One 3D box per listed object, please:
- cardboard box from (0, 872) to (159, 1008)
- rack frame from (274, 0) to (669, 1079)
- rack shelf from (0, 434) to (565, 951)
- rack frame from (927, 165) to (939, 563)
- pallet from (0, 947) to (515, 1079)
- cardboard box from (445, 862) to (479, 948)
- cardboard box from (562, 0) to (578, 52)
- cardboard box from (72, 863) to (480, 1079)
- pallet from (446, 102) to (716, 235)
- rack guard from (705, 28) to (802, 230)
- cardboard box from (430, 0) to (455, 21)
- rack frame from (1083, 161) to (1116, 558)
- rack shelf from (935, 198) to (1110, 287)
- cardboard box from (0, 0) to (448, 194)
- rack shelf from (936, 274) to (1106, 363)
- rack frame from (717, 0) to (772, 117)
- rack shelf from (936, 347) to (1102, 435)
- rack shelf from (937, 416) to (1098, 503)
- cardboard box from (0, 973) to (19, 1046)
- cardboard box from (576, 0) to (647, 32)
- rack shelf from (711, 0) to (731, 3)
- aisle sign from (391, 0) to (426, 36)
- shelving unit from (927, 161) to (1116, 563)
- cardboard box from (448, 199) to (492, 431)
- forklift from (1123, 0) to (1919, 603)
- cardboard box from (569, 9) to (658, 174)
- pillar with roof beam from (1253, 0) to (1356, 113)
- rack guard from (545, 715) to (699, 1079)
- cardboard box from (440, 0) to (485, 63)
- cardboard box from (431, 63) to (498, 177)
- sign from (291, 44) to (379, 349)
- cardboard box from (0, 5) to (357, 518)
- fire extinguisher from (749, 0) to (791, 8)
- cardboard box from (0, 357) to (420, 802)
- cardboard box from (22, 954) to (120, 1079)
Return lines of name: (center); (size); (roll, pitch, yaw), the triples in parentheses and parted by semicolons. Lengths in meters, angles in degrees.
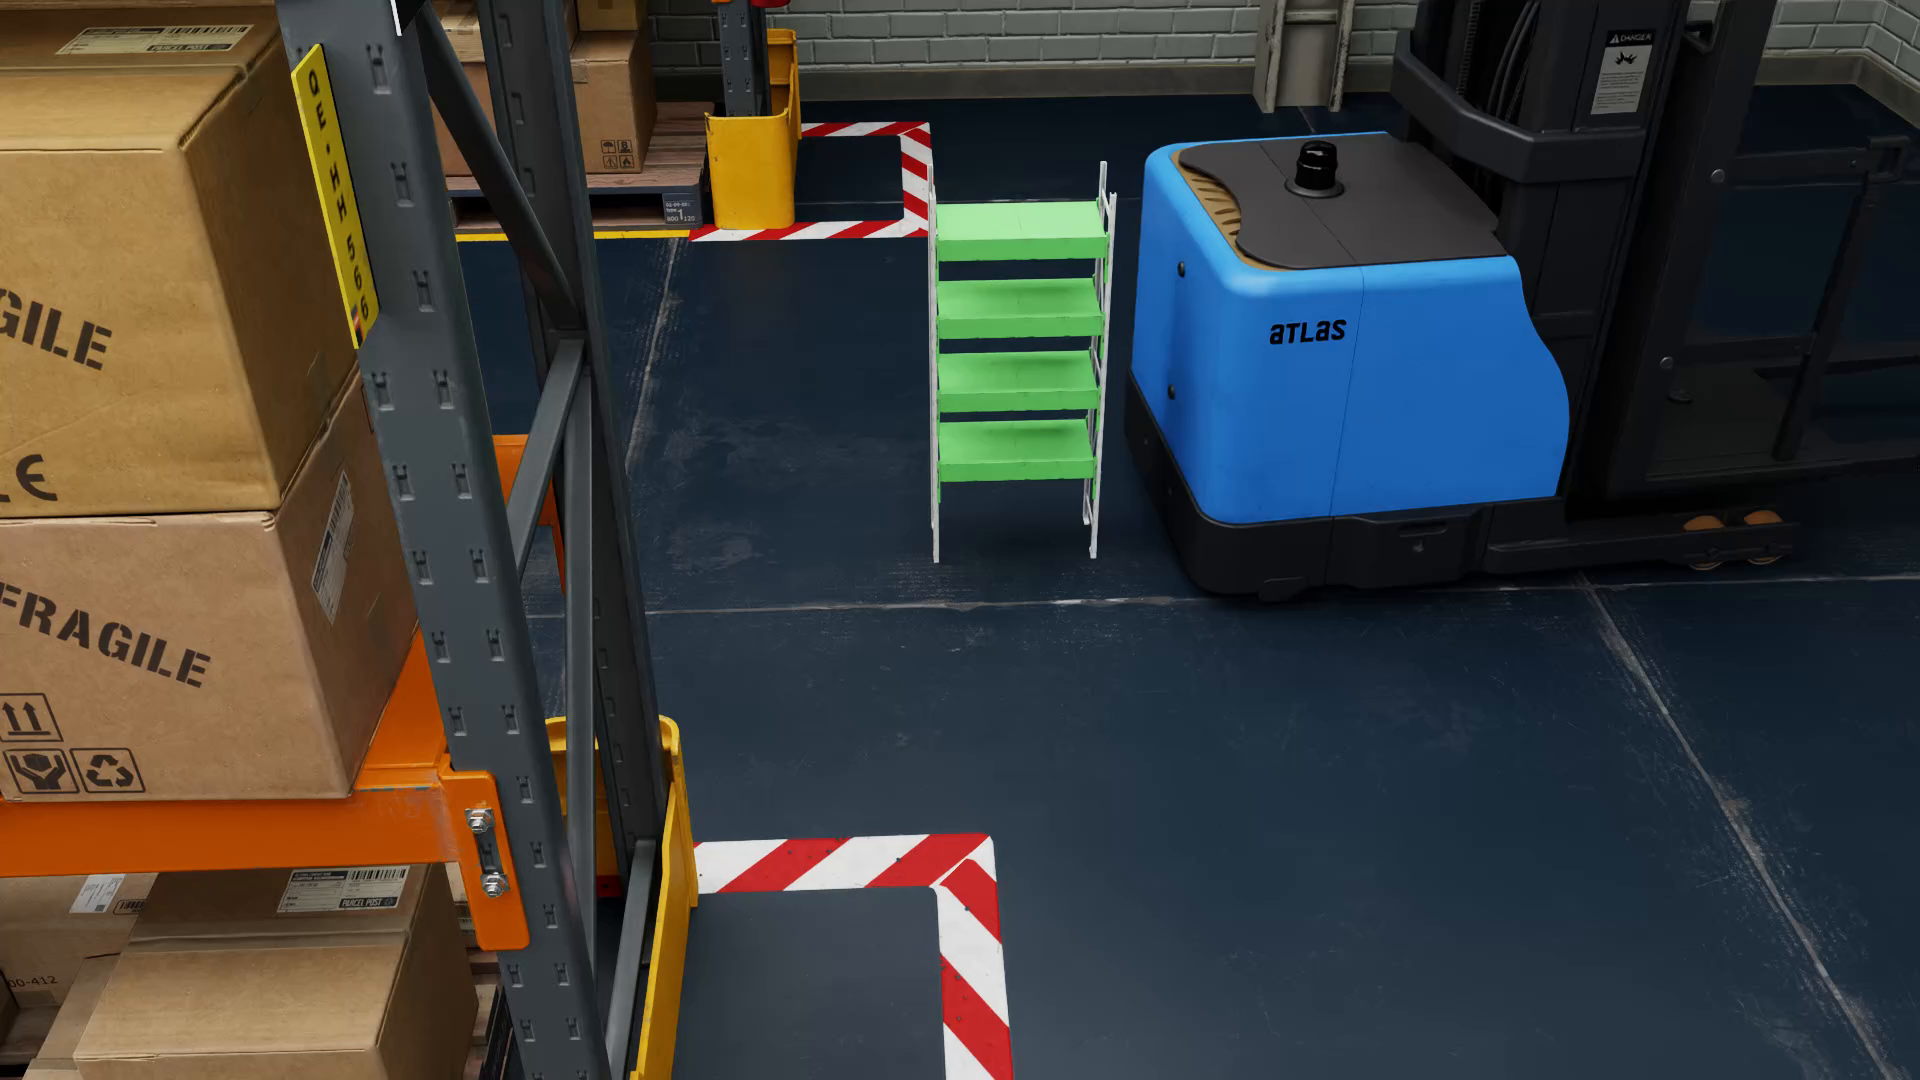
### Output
cardboard box: (-1.761, 0.726, 3.595); (0.500, 0.250, 0.500); (-2, 35, -2)
rack frame: (-0.705, -0.091, 2.745); (0.127, 3.000, 1.000); (-2, 35, -2)
rack shelf: (-2.703, 0.259, 2.872); (4.000, 0.370, 1.077); (-2, 35, -2)
rack frame: (-0.078, -0.491, 4.905); (0.015, 1.200, 0.240); (-2, 35, -2)
pallet: (-1.577, 1.080, 3.504); (1.213, 0.211, 1.003); (-2, 35, -2)
cardboard box: (-1.140, 0.717, 3.697); (0.250, 0.149, 0.380); (-2, 35, -2)
cardboard box: (-1.757, -2.135, 6.957); (0.250, 0.149, 0.380); (-2, 35, -3)
cardboard box: (-1.236, 0.911, 3.108); (0.500, 0.500, 0.500); (-2, 35, -2)
pallet: (-1.738, -1.694, 7.512); (1.213, 0.211, 1.003); (-2, 35, -2)
rack guard: (-0.919, -1.879, 7.526); (0.348, 0.500, 1.175); (-2, 35, -2)
cardboard box: (-2.278, -2.339, 7.251); (0.250, 0.149, 0.380); (-1, 35, -2)
rack frame: (0.409, -0.504, 4.924); (0.015, 1.200, 0.240); (-2, 35, -2)
rack shelf: (0.165, -0.840, 4.678); (0.480, 0.148, 0.258); (-2, 35, -2)
cardboard box: (-1.161, -0.681, 2.632); (0.500, 0.500, 0.500); (-1, 35, -1)
rack shelf: (0.165, -0.643, 4.815); (0.480, 0.148, 0.258); (-2, 35, -2)
rack frame: (-0.943, -2.906, 6.814); (0.127, 3.000, 1.000); (-2, 35, -2)
rack shelf: (0.165, -0.445, 4.951); (0.480, 0.148, 0.258); (-2, 35, -2)
rack shelf: (0.165, -0.248, 5.088); (0.480, 0.148, 0.258); (-2, 35, -2)
cardboard box: (-2.187, 1.022, 3.167); (0.500, 0.250, 0.500); (-2, 35, -2)
cardboard box: (-1.522, -2.359, 7.281); (0.250, 0.149, 0.380); (-1, 35, -2)
rack shelf: (-2.941, -2.557, 6.941); (4.000, 0.370, 1.077); (-2, 35, -2)
aisle sign: (-0.622, -0.987, 1.756); (0.004, 0.787, 0.394); (-2, 35, -2)
shelving unit: (0.165, -0.498, 4.915); (0.503, 1.200, 0.258); (-2, 35, -2)
cardboard box: (-1.161, -0.270, 2.916); (0.500, 0.500, 0.500); (-1, 35, -1)
forklift: (2.118, -1.405, 4.705); (3.031, 2.935, 1.130); (-5, 35, -7)
cardboard box: (-1.638, -1.976, 7.296); (0.500, 0.500, 0.700); (-2, 35, -2)
pillar with roof beam: (1.917, -3.491, 2.386); (0.400, 9.000, 9.100); (-2, 35, -2)
rack guard: (-0.781, 0.939, 3.454); (0.348, 0.500, 1.175); (-2, 35, -2)
cardboard box: (-2.013, -2.128, 6.946); (0.250, 0.149, 0.380); (-1, 35, -1)
cardboard box: (-2.138, -1.962, 7.277); (0.500, 0.500, 0.700); (-2, 35, -2)
sign: (-0.699, -0.381, 1.869); (0.005, 0.325, 0.100); (-2, 35, -2)
cardboard box: (-1.137, -0.375, 2.189); (0.500, 0.500, 0.500); (-2, 35, -3)
fire extinguisher: (-0.771, -2.463, 6.569); (0.183, 0.674, 0.296); (-2, 35, -2)
cardboard box: (-1.140, 0.035, 2.476); (0.500, 0.500, 0.500); (-1, 35, -1)
cardboard box: (-1.645, 1.008, 3.261); (0.250, 0.166, 0.380); (-2, 35, -2)
